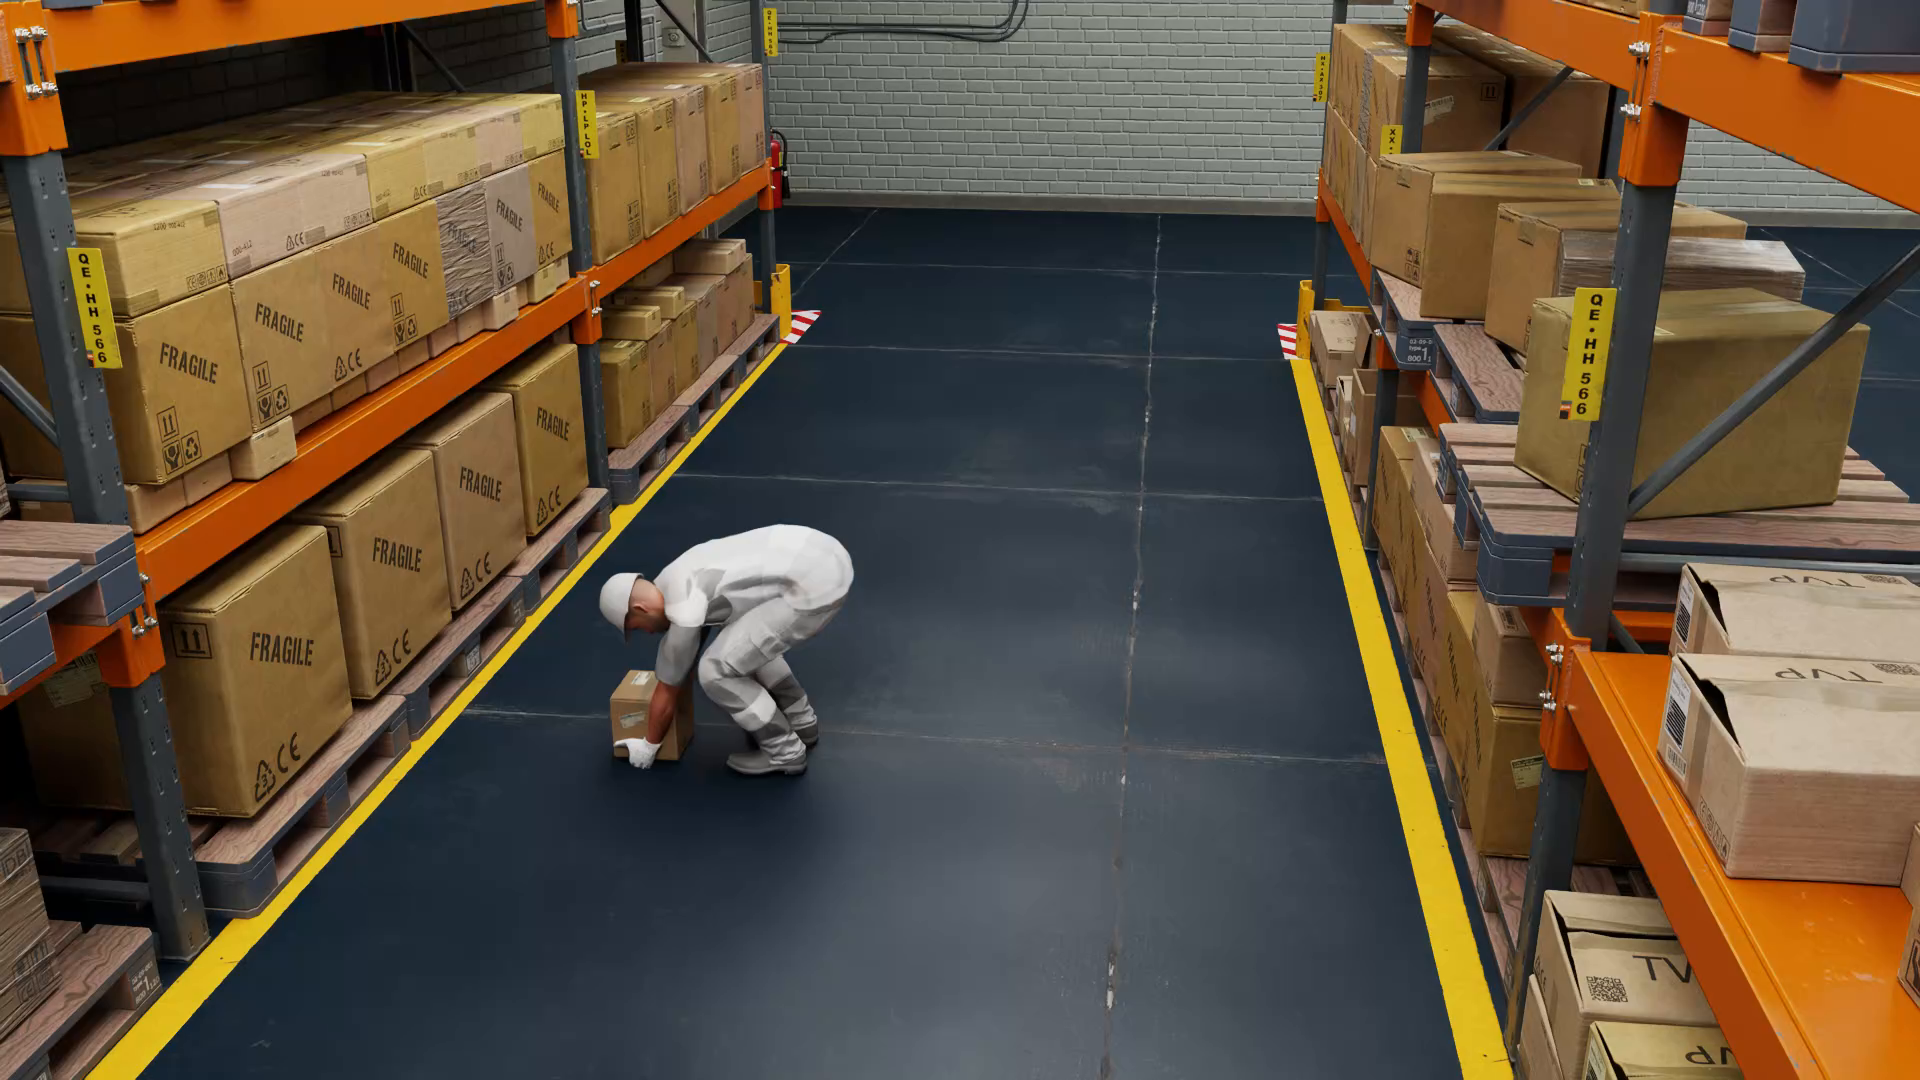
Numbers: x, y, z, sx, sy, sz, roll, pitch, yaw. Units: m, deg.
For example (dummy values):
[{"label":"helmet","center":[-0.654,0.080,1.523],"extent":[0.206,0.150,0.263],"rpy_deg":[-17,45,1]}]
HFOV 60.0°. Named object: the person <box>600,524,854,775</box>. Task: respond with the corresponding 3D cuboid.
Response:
[{"label":"person","center":[-0.871,0.399,6.241],"extent":[0.953,0.923,0.534],"rpy_deg":[2,21,4]}]
